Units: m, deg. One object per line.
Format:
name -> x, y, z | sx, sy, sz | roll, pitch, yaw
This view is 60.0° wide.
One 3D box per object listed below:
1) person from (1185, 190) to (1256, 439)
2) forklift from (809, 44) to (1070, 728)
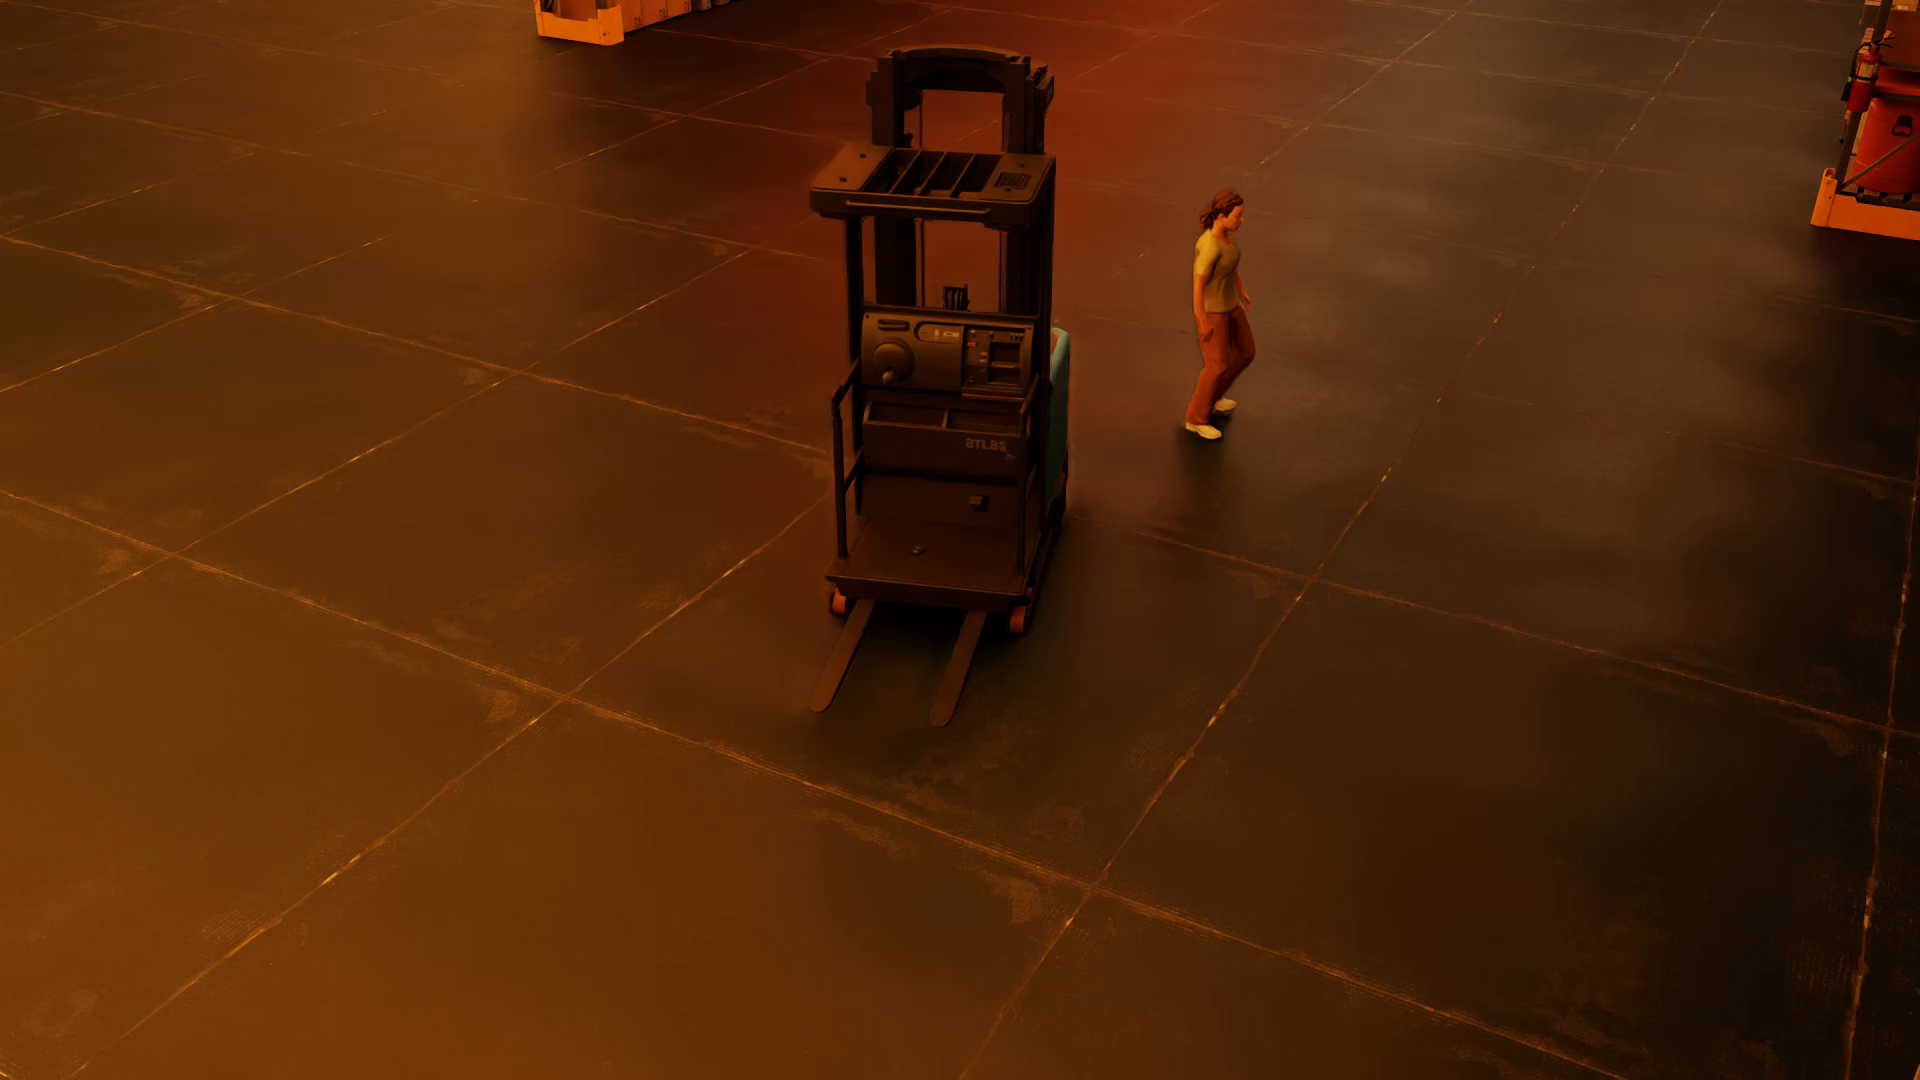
person -> 1.725, -1.523, 11.018 | 0.404, 1.625, 0.614 | 18, 35, 28
forklift -> -0.110, -0.952, 8.721 | 1.130, 2.935, 3.031 | 6, 30, 10
